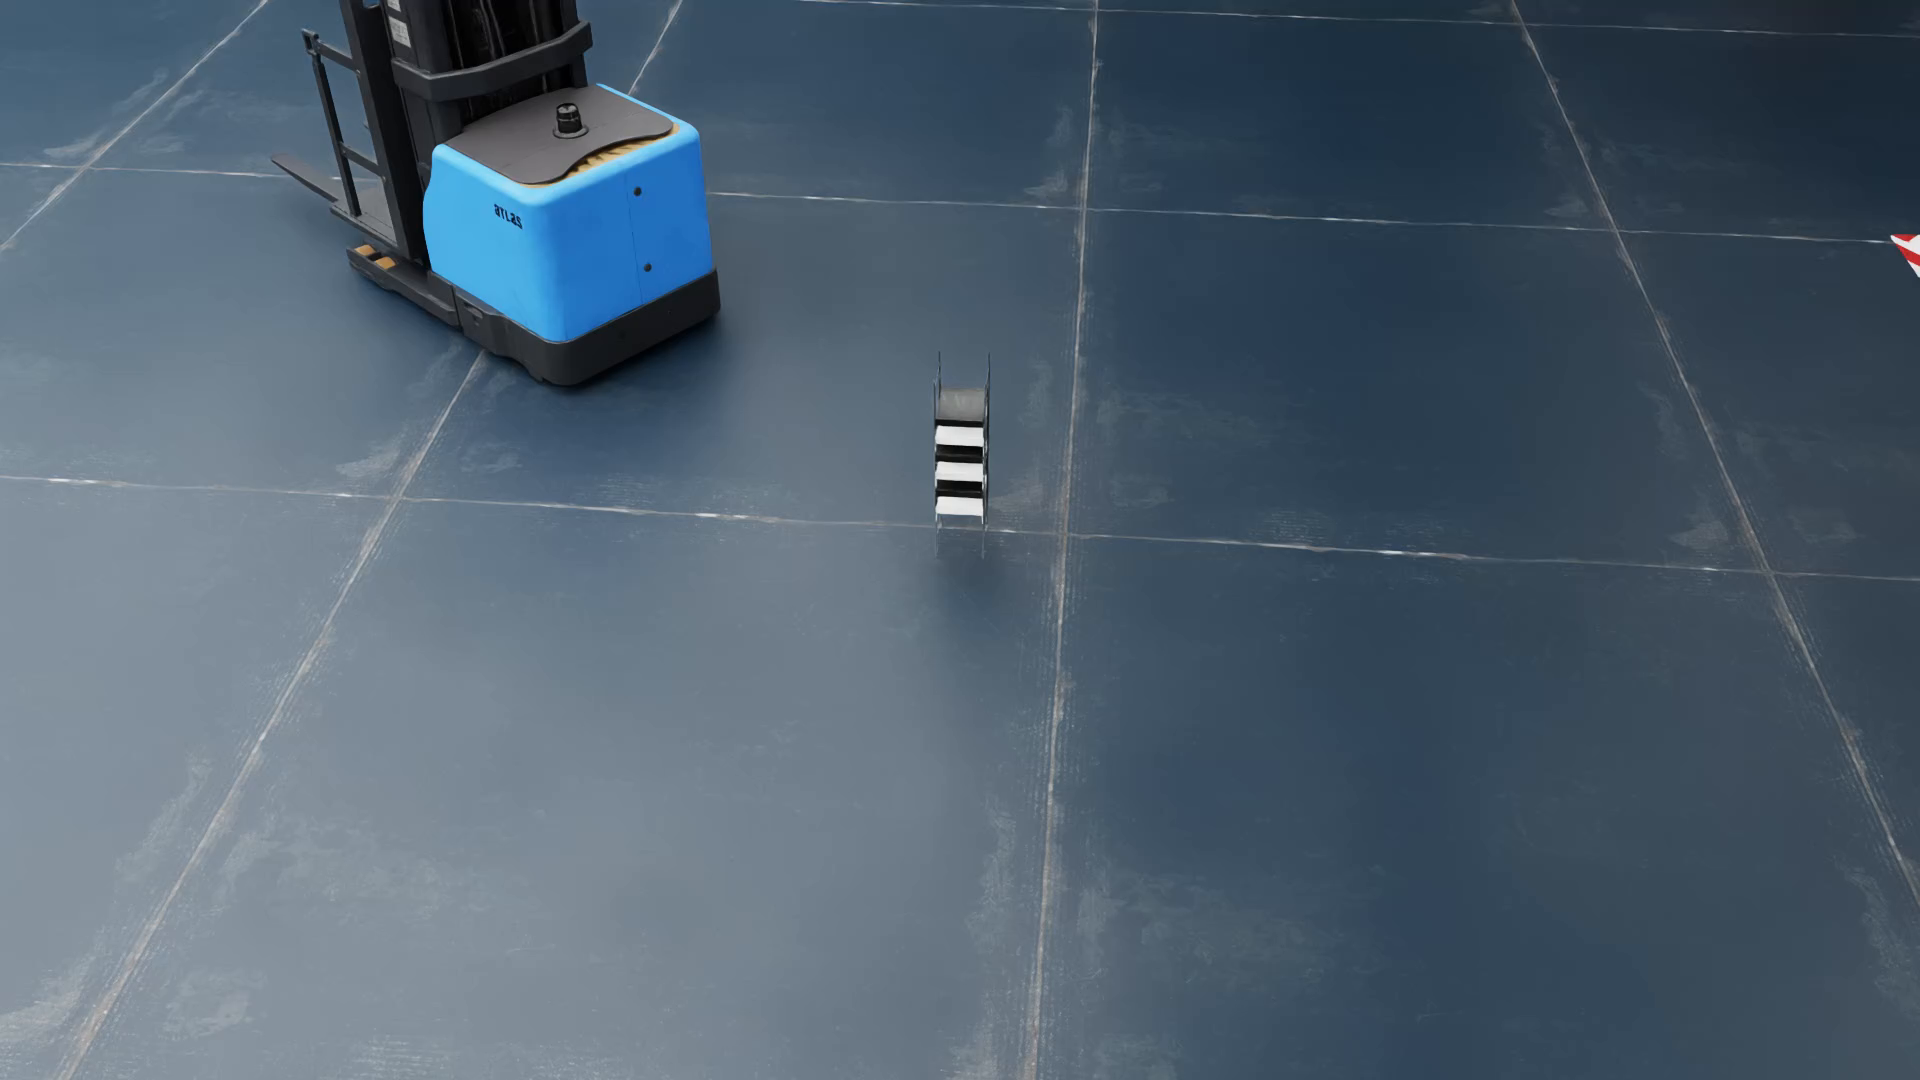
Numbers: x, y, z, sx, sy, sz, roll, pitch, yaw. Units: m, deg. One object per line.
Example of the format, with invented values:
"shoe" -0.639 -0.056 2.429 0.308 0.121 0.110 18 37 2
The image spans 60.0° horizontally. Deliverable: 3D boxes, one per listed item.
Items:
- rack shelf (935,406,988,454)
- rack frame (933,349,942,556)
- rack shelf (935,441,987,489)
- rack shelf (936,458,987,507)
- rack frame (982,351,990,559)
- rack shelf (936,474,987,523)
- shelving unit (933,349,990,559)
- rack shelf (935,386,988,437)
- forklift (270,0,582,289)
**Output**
"rack shelf" 0.008 -0.462 6.873 0.200 0.077 0.258 3 39 4
"rack frame" -0.093 -0.354 6.972 0.006 0.900 0.240 3 39 4
"rack shelf" 0.008 -0.323 6.986 0.200 0.077 0.258 3 39 4
"rack shelf" 0.008 -0.253 7.043 0.200 0.077 0.258 3 39 4
"rack frame" 0.109 -0.343 6.959 0.006 0.900 0.240 3 39 4
"rack shelf" 0.008 -0.183 7.100 0.200 0.077 0.258 3 39 4
"shelving unit" 0.008 -0.349 6.965 0.210 0.900 0.258 3 39 4
"rack shelf" 0.008 -0.532 6.816 0.200 0.077 0.258 3 39 4
"forklift" -2.696 -2.691 8.285 2.937 2.867 1.118 30 48 32
